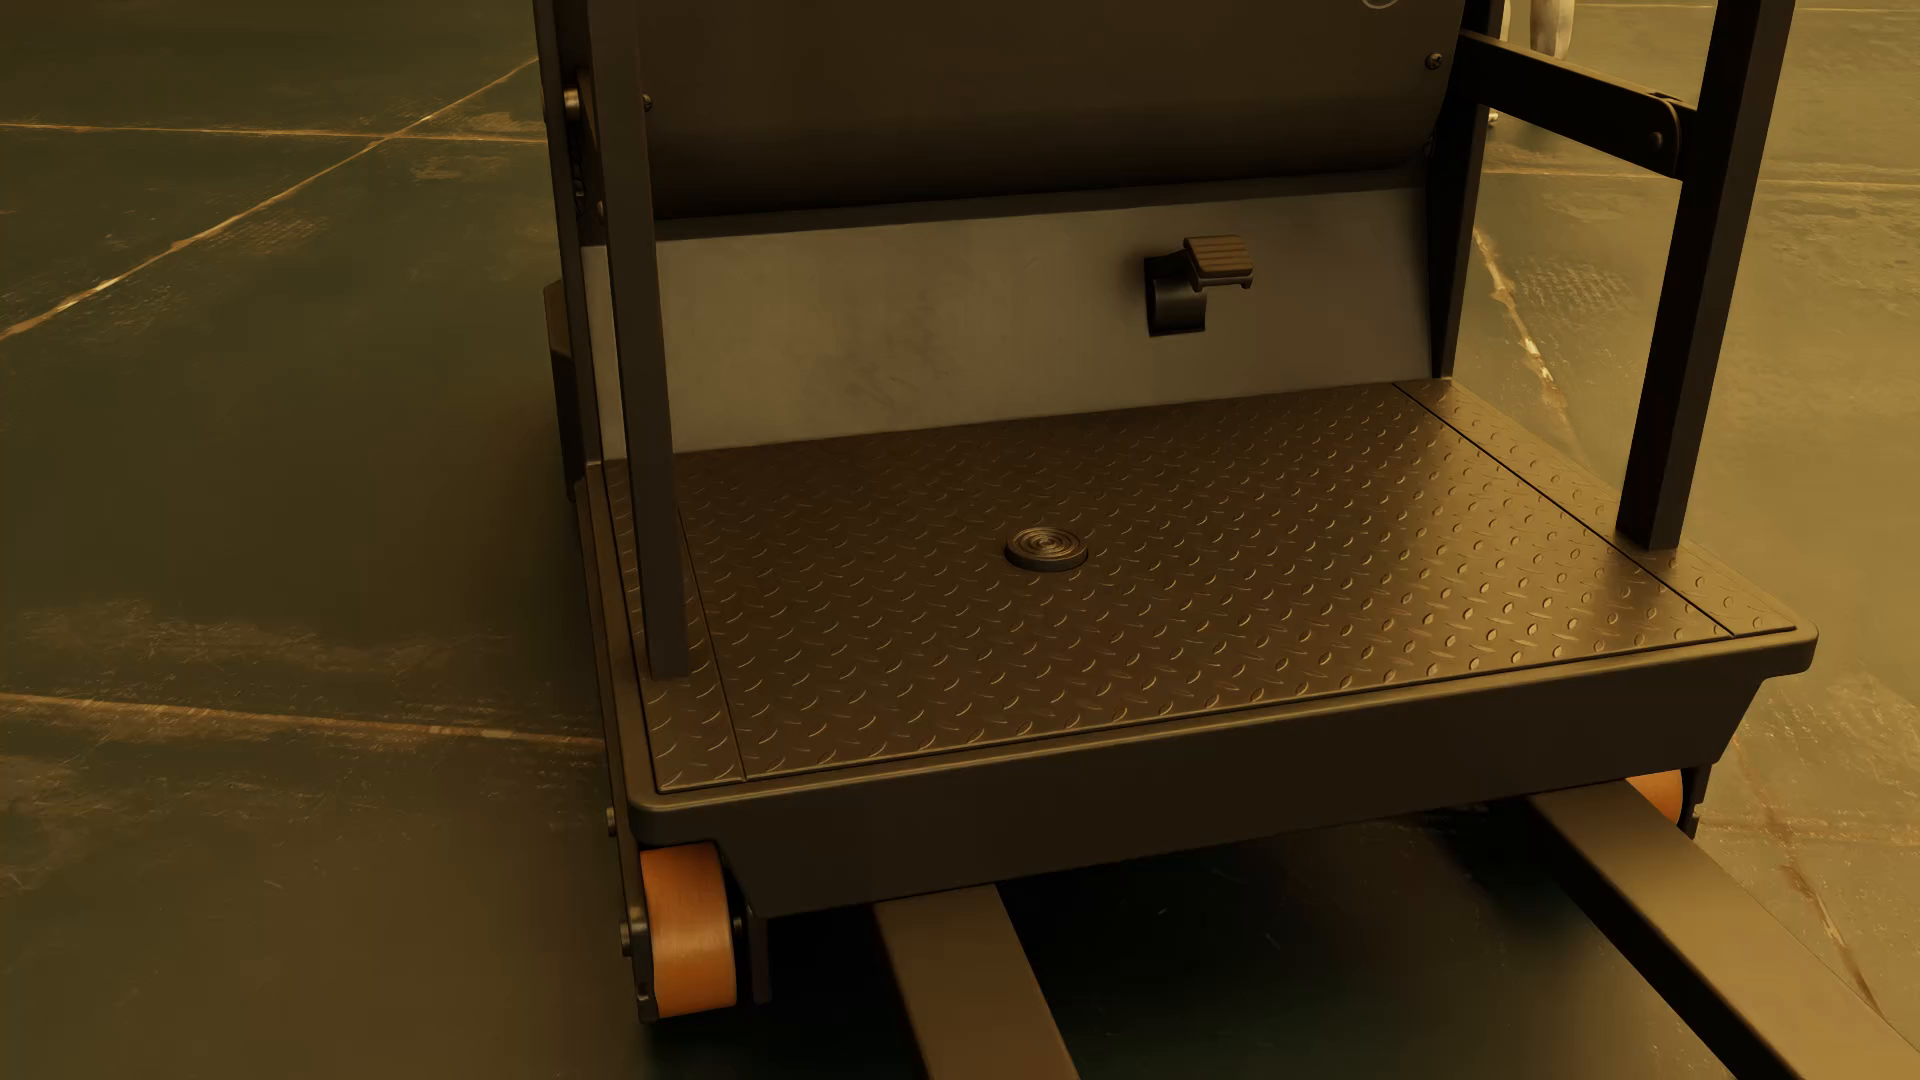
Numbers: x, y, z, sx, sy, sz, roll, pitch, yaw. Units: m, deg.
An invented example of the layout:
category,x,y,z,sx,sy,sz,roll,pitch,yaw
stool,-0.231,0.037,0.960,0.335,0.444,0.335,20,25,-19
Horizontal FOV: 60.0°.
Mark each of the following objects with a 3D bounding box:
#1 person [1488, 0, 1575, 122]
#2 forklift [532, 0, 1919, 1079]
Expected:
category,x,y,z,sx,sy,sz,roll,pitch,yaw
person,1.577,-2.047,4.687,0.587,1.696,0.534,2,27,3
forklift,0.153,-1.049,1.319,1.130,2.935,3.031,-7,27,-13
